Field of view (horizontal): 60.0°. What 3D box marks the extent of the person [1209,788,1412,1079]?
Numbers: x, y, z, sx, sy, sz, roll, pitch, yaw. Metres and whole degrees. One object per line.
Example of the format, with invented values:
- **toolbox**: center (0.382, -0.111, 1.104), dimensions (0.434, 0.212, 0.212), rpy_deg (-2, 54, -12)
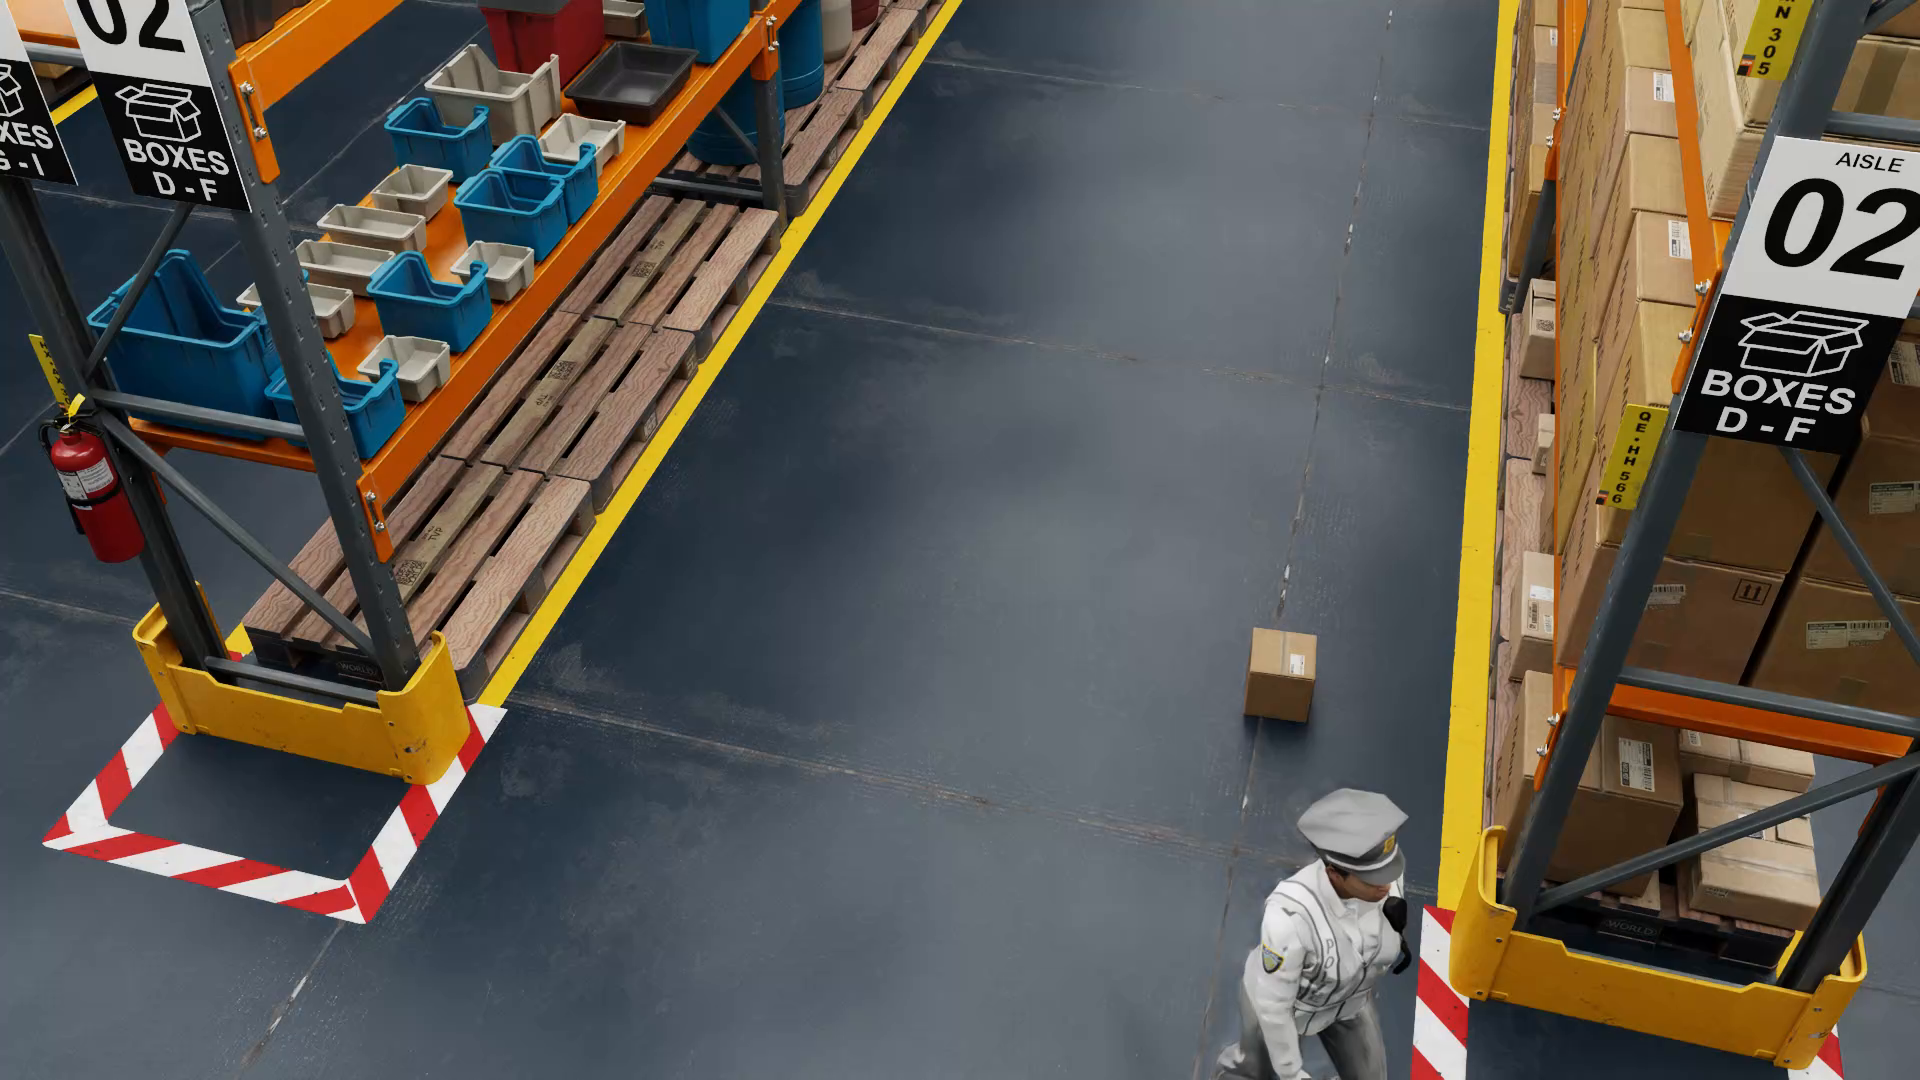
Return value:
- **person**: center (0.987, 1.292, 4.664), dimensions (0.536, 1.717, 0.532), rpy_deg (-22, 46, -23)
